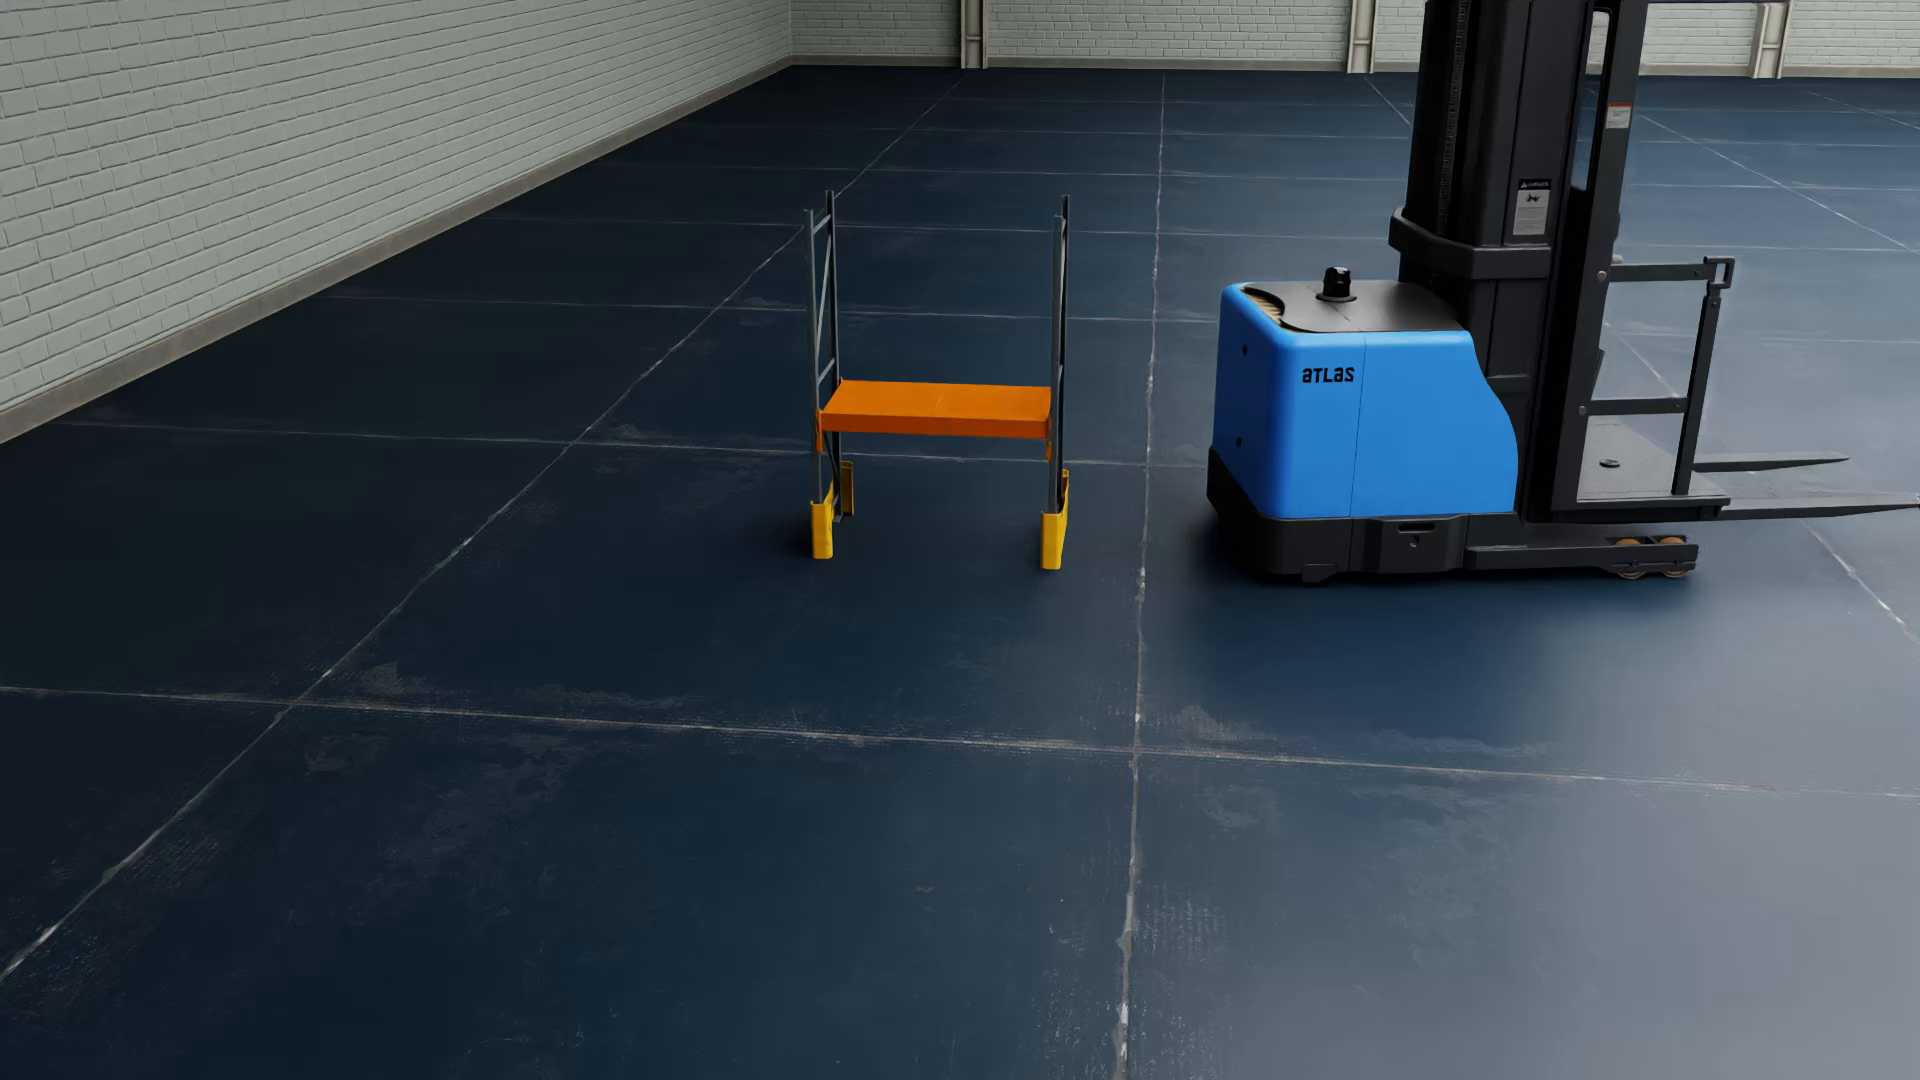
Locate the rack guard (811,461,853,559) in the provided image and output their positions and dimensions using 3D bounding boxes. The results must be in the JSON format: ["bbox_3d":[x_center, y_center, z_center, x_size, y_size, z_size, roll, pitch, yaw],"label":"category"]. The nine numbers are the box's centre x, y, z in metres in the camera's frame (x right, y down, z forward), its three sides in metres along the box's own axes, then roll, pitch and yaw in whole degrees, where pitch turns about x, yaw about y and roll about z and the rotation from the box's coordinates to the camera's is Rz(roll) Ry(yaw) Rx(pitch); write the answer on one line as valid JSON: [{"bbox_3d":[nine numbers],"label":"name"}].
[{"bbox_3d":[-0.570,-0.141,7.457,0.087,0.250,0.587,2,22,6],"label":"rack guard"}]

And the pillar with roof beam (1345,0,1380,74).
[{"bbox_3d":[5.680,-9.866,20.156,0.400,9.000,9.100,2,22,6],"label":"pillar with roof beam"}]

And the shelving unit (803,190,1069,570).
[{"bbox_3d":[-0.076,-0.701,7.172,1.083,1.500,0.587,2,22,6],"label":"shelving unit"}]

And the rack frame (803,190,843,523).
[{"bbox_3d":[-0.590,-0.723,7.229,0.032,1.500,0.500,2,22,6],"label":"rack frame"}]

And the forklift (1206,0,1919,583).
[{"bbox_3d":[2.697,-1.391,6.972,3.031,2.935,1.130,-2,22,-5],"label":"forklift"}]

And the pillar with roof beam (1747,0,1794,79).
[{"bbox_3d":[11.638,-9.607,19.499,0.400,9.000,9.100,2,22,6],"label":"pillar with roof beam"}]

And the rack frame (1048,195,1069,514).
[{"bbox_3d":[0.420,-0.679,7.118,0.032,1.500,0.500,2,22,6],"label":"rack frame"}]

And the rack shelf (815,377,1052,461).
[{"bbox_3d":[-0.085,-0.534,7.240,1.000,0.185,0.538,2,22,6],"label":"rack shelf"}]

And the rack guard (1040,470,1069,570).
[{"bbox_3d":[0.419,-0.098,7.348,0.087,0.250,0.587,2,22,6],"label":"rack guard"}]

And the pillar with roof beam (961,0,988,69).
[{"bbox_3d":[-0.278,-10.126,20.813,0.400,9.000,9.100,2,22,6],"label":"pillar with roof beam"}]
